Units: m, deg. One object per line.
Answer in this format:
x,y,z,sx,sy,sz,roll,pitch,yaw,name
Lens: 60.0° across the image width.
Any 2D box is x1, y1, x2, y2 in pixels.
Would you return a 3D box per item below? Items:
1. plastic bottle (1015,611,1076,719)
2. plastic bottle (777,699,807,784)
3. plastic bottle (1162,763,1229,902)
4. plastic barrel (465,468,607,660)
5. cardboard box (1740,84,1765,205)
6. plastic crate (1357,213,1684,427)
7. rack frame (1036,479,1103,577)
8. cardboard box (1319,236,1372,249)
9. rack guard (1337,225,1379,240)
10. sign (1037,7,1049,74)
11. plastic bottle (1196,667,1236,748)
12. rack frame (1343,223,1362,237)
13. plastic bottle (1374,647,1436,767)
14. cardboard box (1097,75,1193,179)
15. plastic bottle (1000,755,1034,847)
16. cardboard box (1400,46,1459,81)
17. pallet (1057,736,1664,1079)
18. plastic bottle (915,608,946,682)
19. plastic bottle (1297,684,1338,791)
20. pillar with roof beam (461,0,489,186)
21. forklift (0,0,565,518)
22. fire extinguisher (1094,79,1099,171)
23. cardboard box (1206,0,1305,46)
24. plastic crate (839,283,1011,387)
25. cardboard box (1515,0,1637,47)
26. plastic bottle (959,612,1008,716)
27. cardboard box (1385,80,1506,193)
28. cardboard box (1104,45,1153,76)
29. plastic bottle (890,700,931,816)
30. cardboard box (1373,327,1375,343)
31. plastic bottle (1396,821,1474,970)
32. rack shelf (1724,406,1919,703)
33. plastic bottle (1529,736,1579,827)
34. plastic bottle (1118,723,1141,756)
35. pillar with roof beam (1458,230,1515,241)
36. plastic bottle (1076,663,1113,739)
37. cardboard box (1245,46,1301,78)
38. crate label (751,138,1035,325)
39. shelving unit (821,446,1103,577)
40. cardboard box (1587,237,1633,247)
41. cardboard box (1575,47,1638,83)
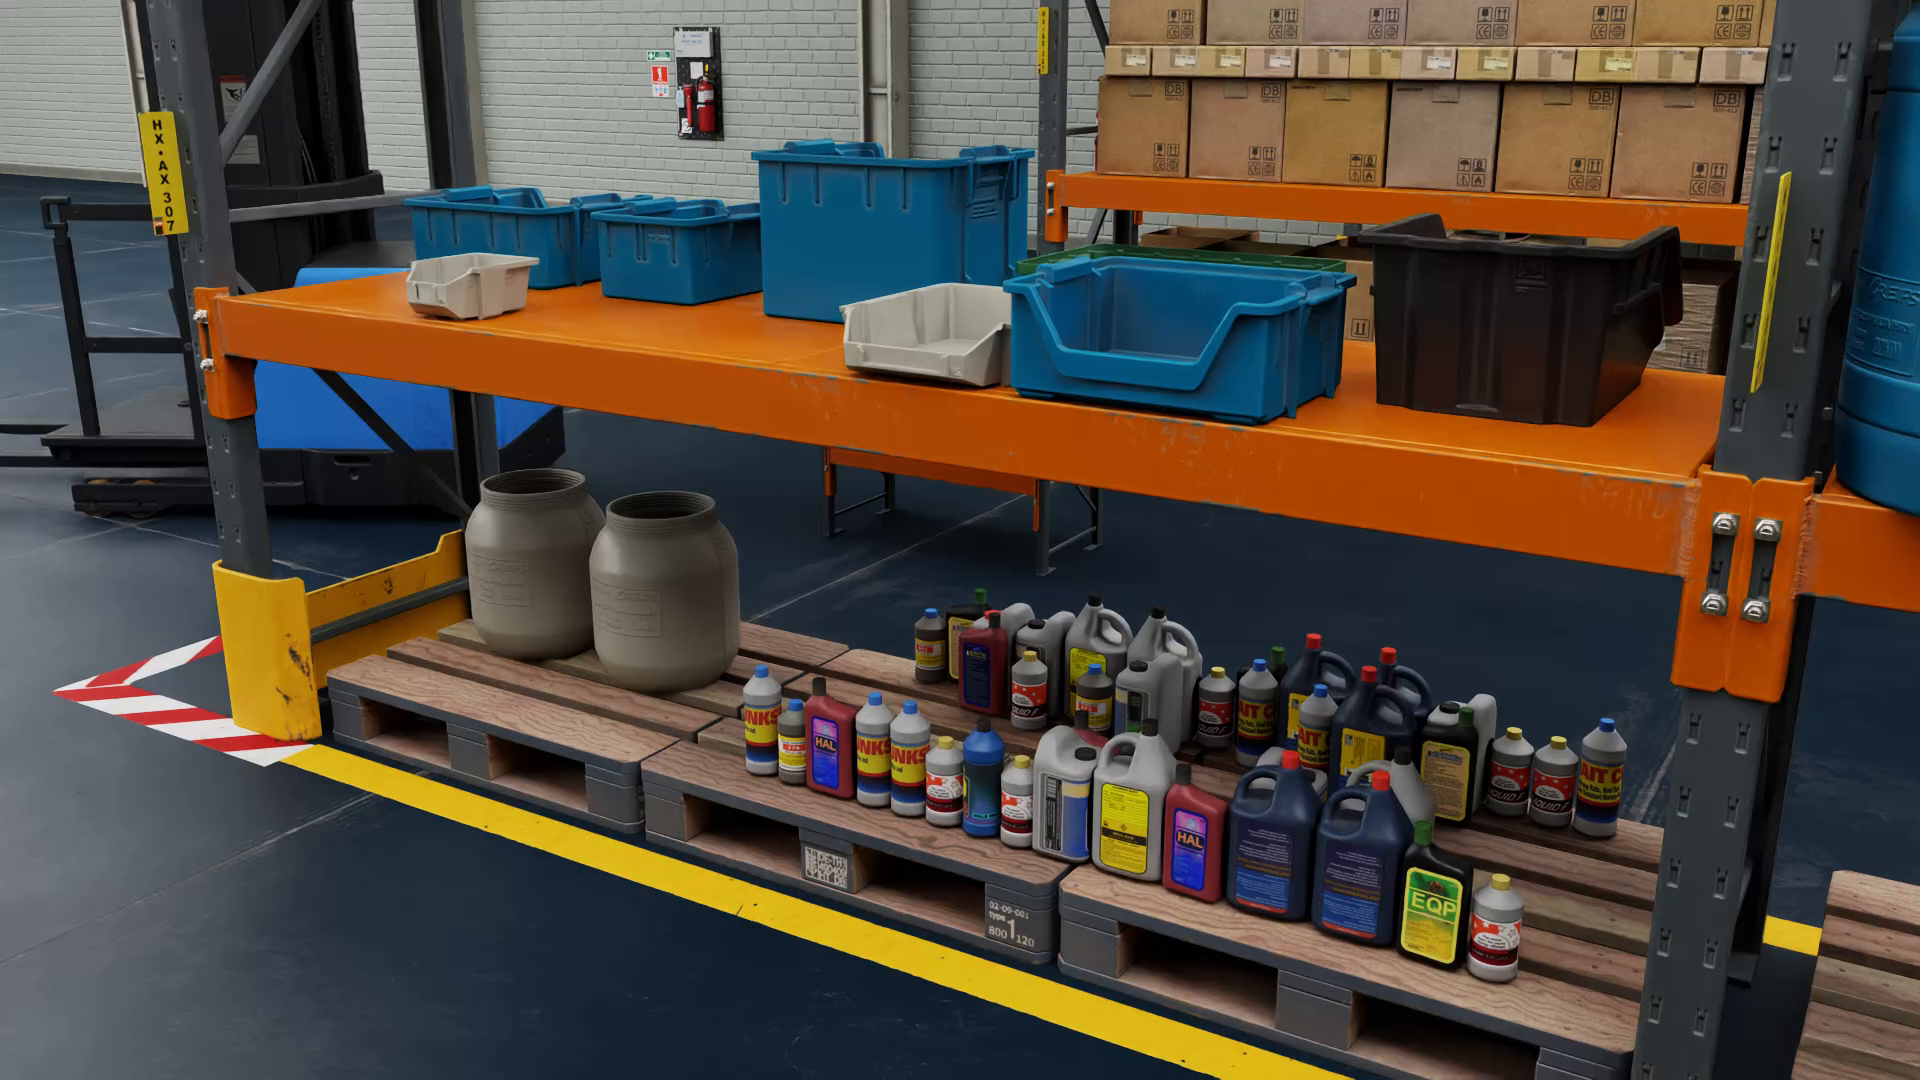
0.236,0.328,4.569,0.135,0.276,0.152,10,19,29,plastic bottle
-0.407,0.496,4.146,0.097,0.201,0.097,0,17,0,plastic bottle
0.508,0.626,3.576,0.133,0.283,0.061,12,20,34,plastic bottle
-1.276,0.069,5.050,0.421,0.512,0.421,0,17,0,plastic barrel
3.746,-1.733,7.253,0.500,0.500,0.700,10,19,29,cardboard box
1.152,-0.474,3.389,0.504,0.338,0.767,10,20,30,plastic crate
0.439,-0.460,6.460,0.032,1.125,0.500,10,20,30,rack frame
2.191,-1.315,8.769,0.500,0.500,0.500,10,20,30,cardboard box
3.373,-2.247,13.420,0.348,0.500,1.175,10,20,30,rack guard
0.423,-2.543,8.467,0.005,0.325,0.100,10,20,30,sign
0.671,0.432,4.355,0.097,0.201,0.097,0,17,0,plastic bottle
3.308,-3.455,13.095,0.127,3.000,1.000,10,20,30,rack frame
1.061,0.438,4.078,0.185,0.351,0.144,11,20,32,plastic bottle
1.110,-2.201,8.795,0.500,0.500,0.700,10,20,30,cardboard box
0.142,0.594,3.823,0.097,0.201,0.097,0,17,0,plastic bottle
2.250,-2.239,7.802,0.250,0.149,0.380,10,20,31,cardboard box
0.981,0.829,3.790,1.213,0.211,1.003,10,20,30,pallet
-0.083,0.298,4.797,0.097,0.201,0.097,0,17,0,plastic bottle
0.874,0.484,4.063,0.097,0.271,0.097,0,17,0,plastic bottle
-8.121,-7.192,15.076,0.400,9.000,9.100,10,20,30,pillar with roof beam
-3.436,-1.648,7.265,3.031,2.935,1.130,1,17,2,forklift
0.861,-2.324,9.503,0.183,0.674,0.296,10,20,30,fire extinguisher
1.606,-2.735,8.321,0.500,0.500,0.700,10,19,29,cardboard box
0.015,-0.451,3.659,0.437,0.136,0.530,10,20,30,plastic crate
2.888,-2.507,7.568,0.500,0.500,0.700,10,20,30,cardboard box
0.063,0.330,4.550,0.133,0.283,0.061,10,20,30,plastic bottle
2.430,-1.966,8.022,0.500,0.500,0.700,11,20,32,cardboard box
0.940,-2.473,8.573,0.250,0.149,0.380,10,20,30,cardboard box
-0.118,0.514,3.966,0.097,0.271,0.097,0,17,0,plastic bottle
2.336,-1.106,8.080,0.500,0.500,0.500,10,20,30,cardboard box
0.949,0.705,3.317,0.133,0.283,0.061,11,20,33,plastic bottle
3.236,0.255,2.117,4.000,0.370,1.077,10,20,30,rack shelf
1.403,0.563,3.925,0.097,0.201,0.097,0,17,0,plastic bottle
0.425,0.562,3.787,0.133,0.283,0.061,10,20,30,plastic bottle
2.104,-5.367,9.067,0.400,9.000,9.100,10,20,30,pillar with roof beam
0.353,0.425,4.379,0.097,0.201,0.097,0,17,0,plastic bottle
1.592,-2.356,8.189,0.250,0.149,0.380,10,19,29,cardboard box
-0.167,-0.805,4.311,0.616,0.435,0.502,10,20,30,crate label
0.006,-0.537,6.714,1.048,1.125,0.538,10,20,30,shelving unit
4.935,-2.131,12.280,0.500,0.500,0.700,9,19,27,cardboard box
2.917,-2.121,7.414,0.250,0.149,0.380,10,20,30,cardboard box
